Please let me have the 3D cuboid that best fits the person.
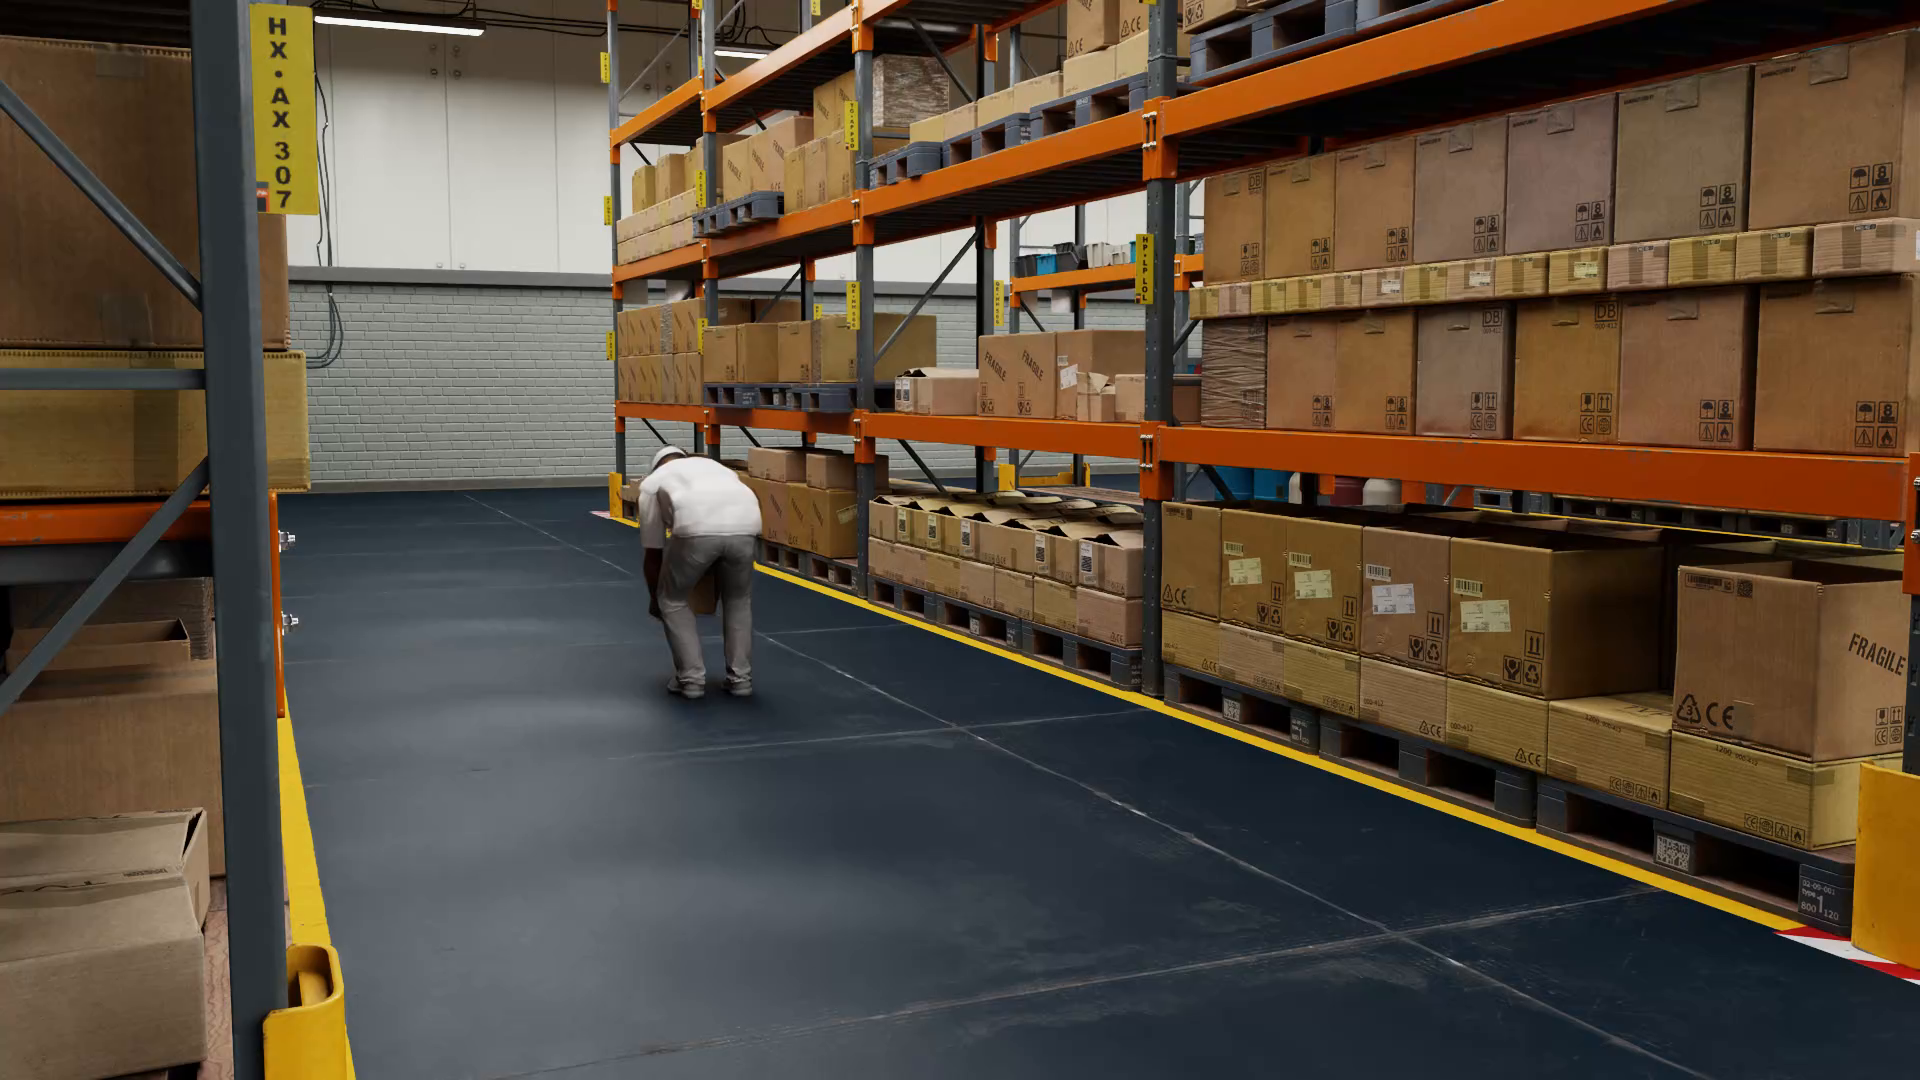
[{"bbox_3d":[-1.309,0.142,8.206,0.507,1.187,0.953,-3,6,-26],"label":"person"}]
